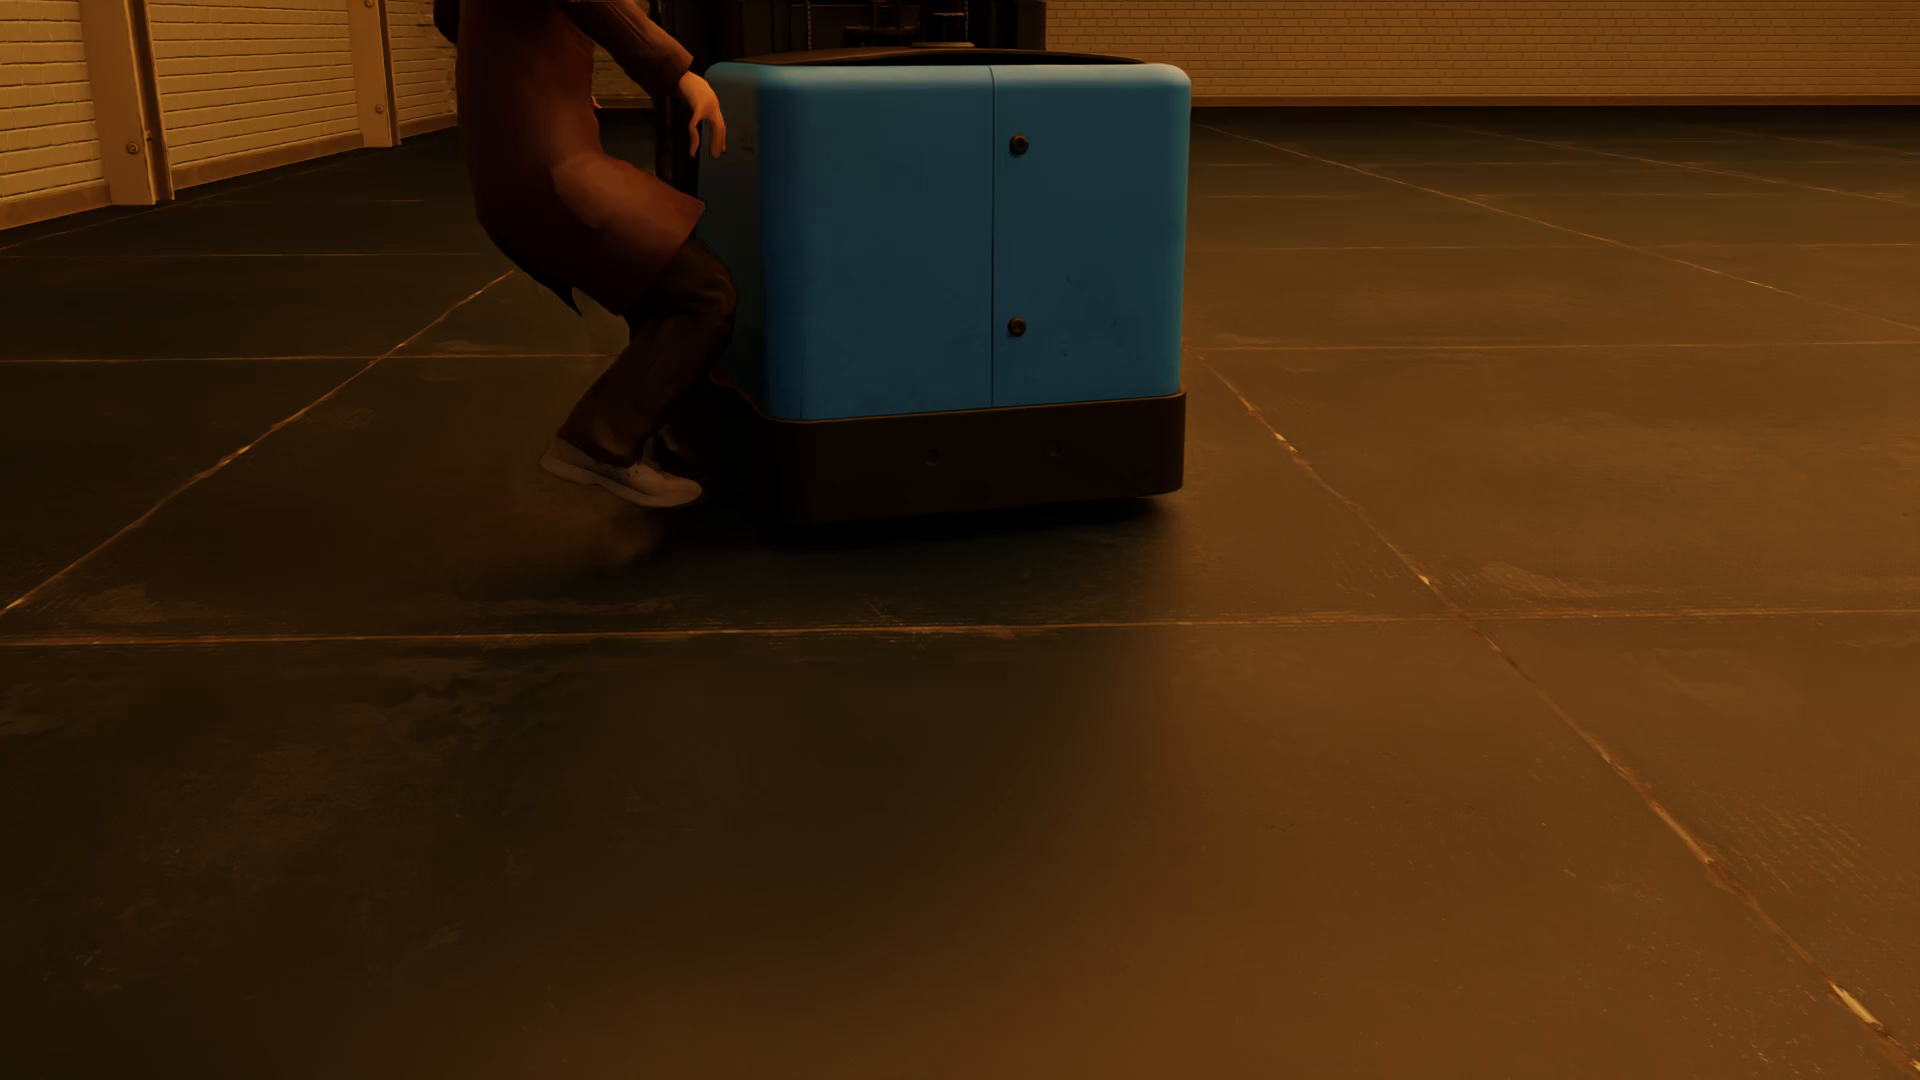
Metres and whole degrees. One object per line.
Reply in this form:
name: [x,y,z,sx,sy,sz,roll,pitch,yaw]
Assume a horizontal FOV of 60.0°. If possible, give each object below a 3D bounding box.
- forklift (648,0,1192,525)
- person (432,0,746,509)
forklift: [-0.377,-1.827,4.881,1.130,2.935,3.031,-5,18,-17]
person: [-0.718,-0.824,3.793,0.805,1.655,1.076,-7,18,-22]
